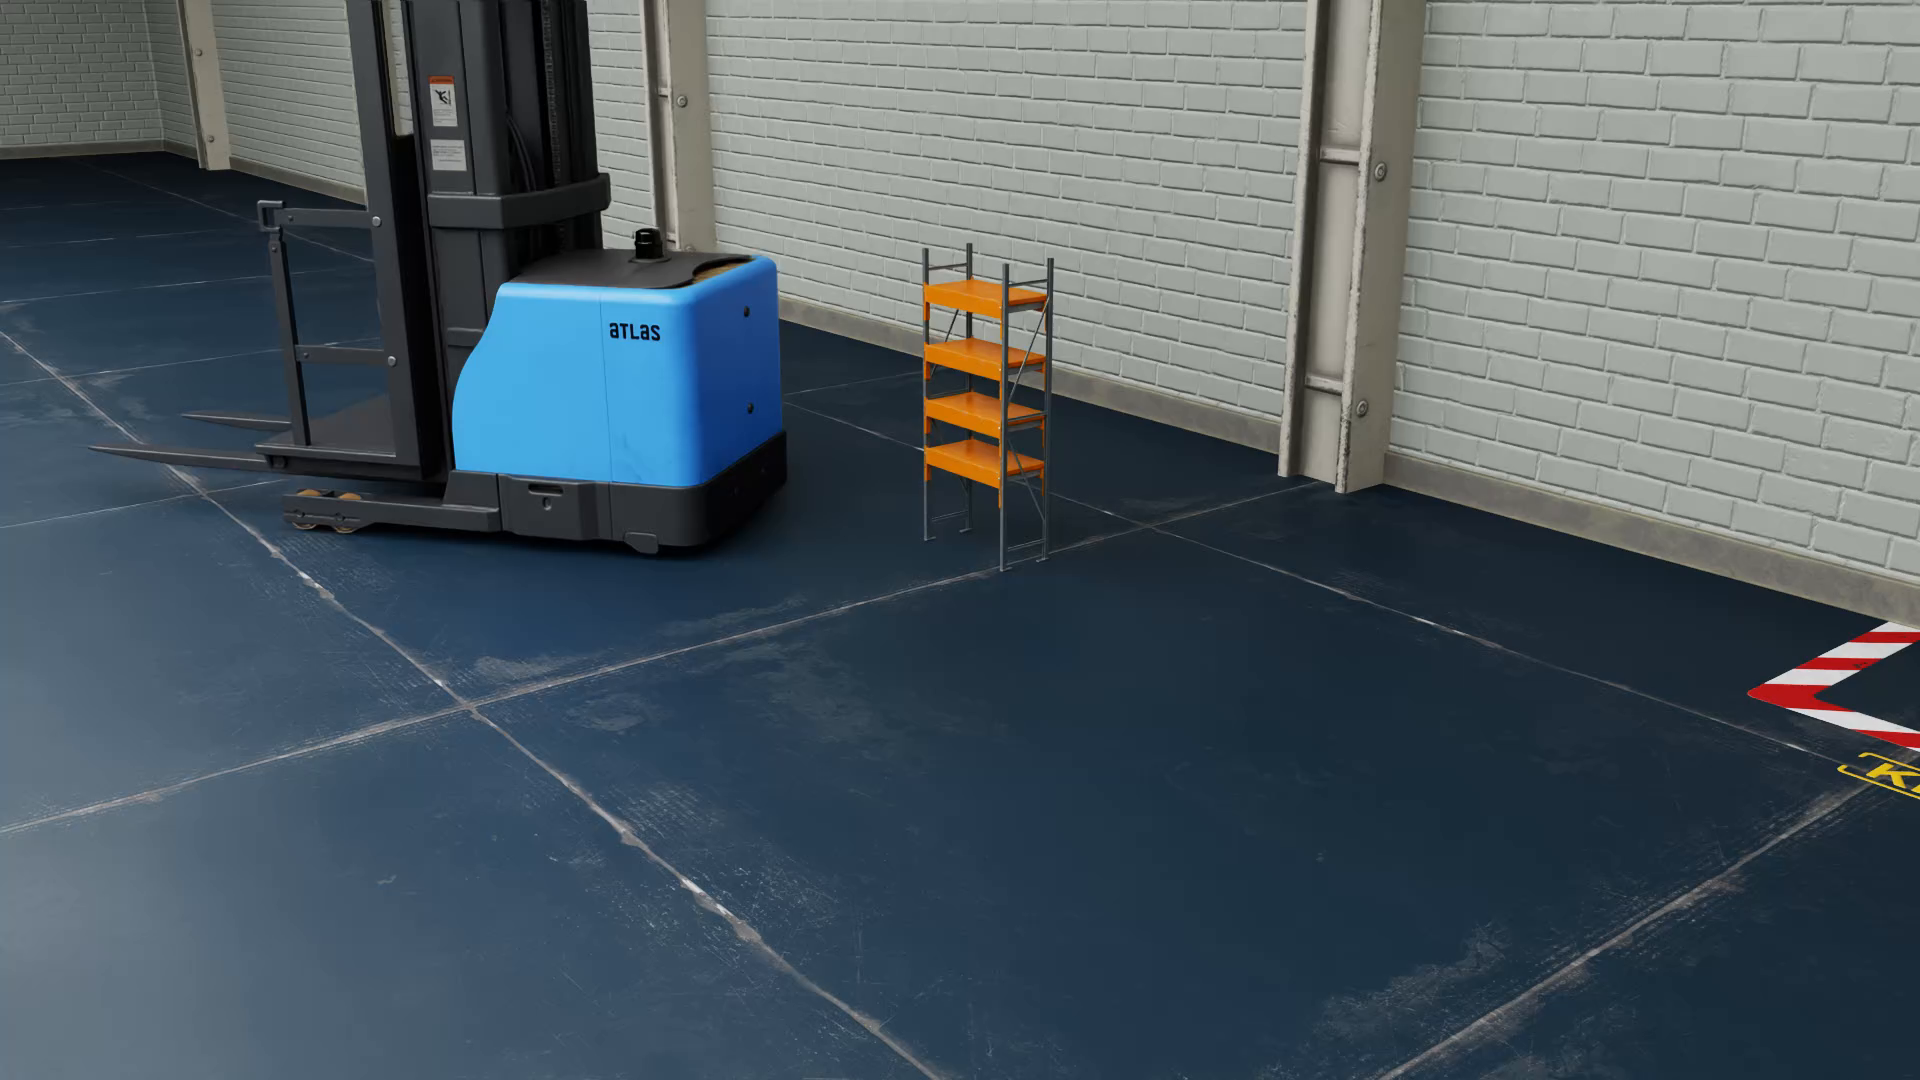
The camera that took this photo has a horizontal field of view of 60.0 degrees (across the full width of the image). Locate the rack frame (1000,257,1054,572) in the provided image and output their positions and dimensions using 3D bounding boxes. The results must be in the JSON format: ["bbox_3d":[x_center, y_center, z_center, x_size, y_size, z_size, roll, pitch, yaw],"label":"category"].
[{"bbox_3d":[0.254,-0.469,6.369,0.240,1.200,0.015,-14,23,-36],"label":"rack frame"}]

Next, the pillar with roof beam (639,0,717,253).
[{"bbox_3d":[-5.373,-5.198,8.244,9.100,9.000,0.400,-14,23,-36],"label":"pillar with roof beam"}]

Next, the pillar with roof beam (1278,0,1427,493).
[{"bbox_3d":[-1.647,-3.719,3.779,9.100,9.000,0.400,-14,23,-36],"label":"pillar with roof beam"}]

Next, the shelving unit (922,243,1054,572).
[{"bbox_3d":[0.103,-0.529,6.551,0.258,1.200,0.503,-14,23,-36],"label":"shelving unit"}]

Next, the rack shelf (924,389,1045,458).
[{"bbox_3d":[0.103,-0.465,6.572,0.258,0.148,0.480,-14,23,-36],"label":"rack shelf"}]

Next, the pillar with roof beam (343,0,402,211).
[{"bbox_3d":[-9.098,-6.676,12.709,9.100,9.000,0.400,-14,23,-36],"label":"pillar with roof beam"}]

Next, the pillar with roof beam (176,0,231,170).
[{"bbox_3d":[-12.823,-8.155,17.173,9.100,9.000,0.400,-14,23,-36],"label":"pillar with roof beam"}]

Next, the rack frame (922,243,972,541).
[{"bbox_3d":[-0.049,-0.589,6.732,0.240,1.200,0.015,-14,23,-36],"label":"rack frame"}]

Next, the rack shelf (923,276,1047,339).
[{"bbox_3d":[0.103,-0.902,6.427,0.258,0.148,0.480,-14,23,-36],"label":"rack shelf"}]

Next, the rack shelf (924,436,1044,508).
[{"bbox_3d":[0.103,-0.276,6.634,0.258,0.148,0.480,-14,23,-36],"label":"rack shelf"}]

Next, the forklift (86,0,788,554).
[{"bbox_3d":[-2.345,-1.572,6.946,3.031,2.935,1.130,5,19,14],"label":"forklift"}]

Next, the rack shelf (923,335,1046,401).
[{"bbox_3d":[0.103,-0.677,6.502,0.258,0.148,0.480,-14,23,-36],"label":"rack shelf"}]
